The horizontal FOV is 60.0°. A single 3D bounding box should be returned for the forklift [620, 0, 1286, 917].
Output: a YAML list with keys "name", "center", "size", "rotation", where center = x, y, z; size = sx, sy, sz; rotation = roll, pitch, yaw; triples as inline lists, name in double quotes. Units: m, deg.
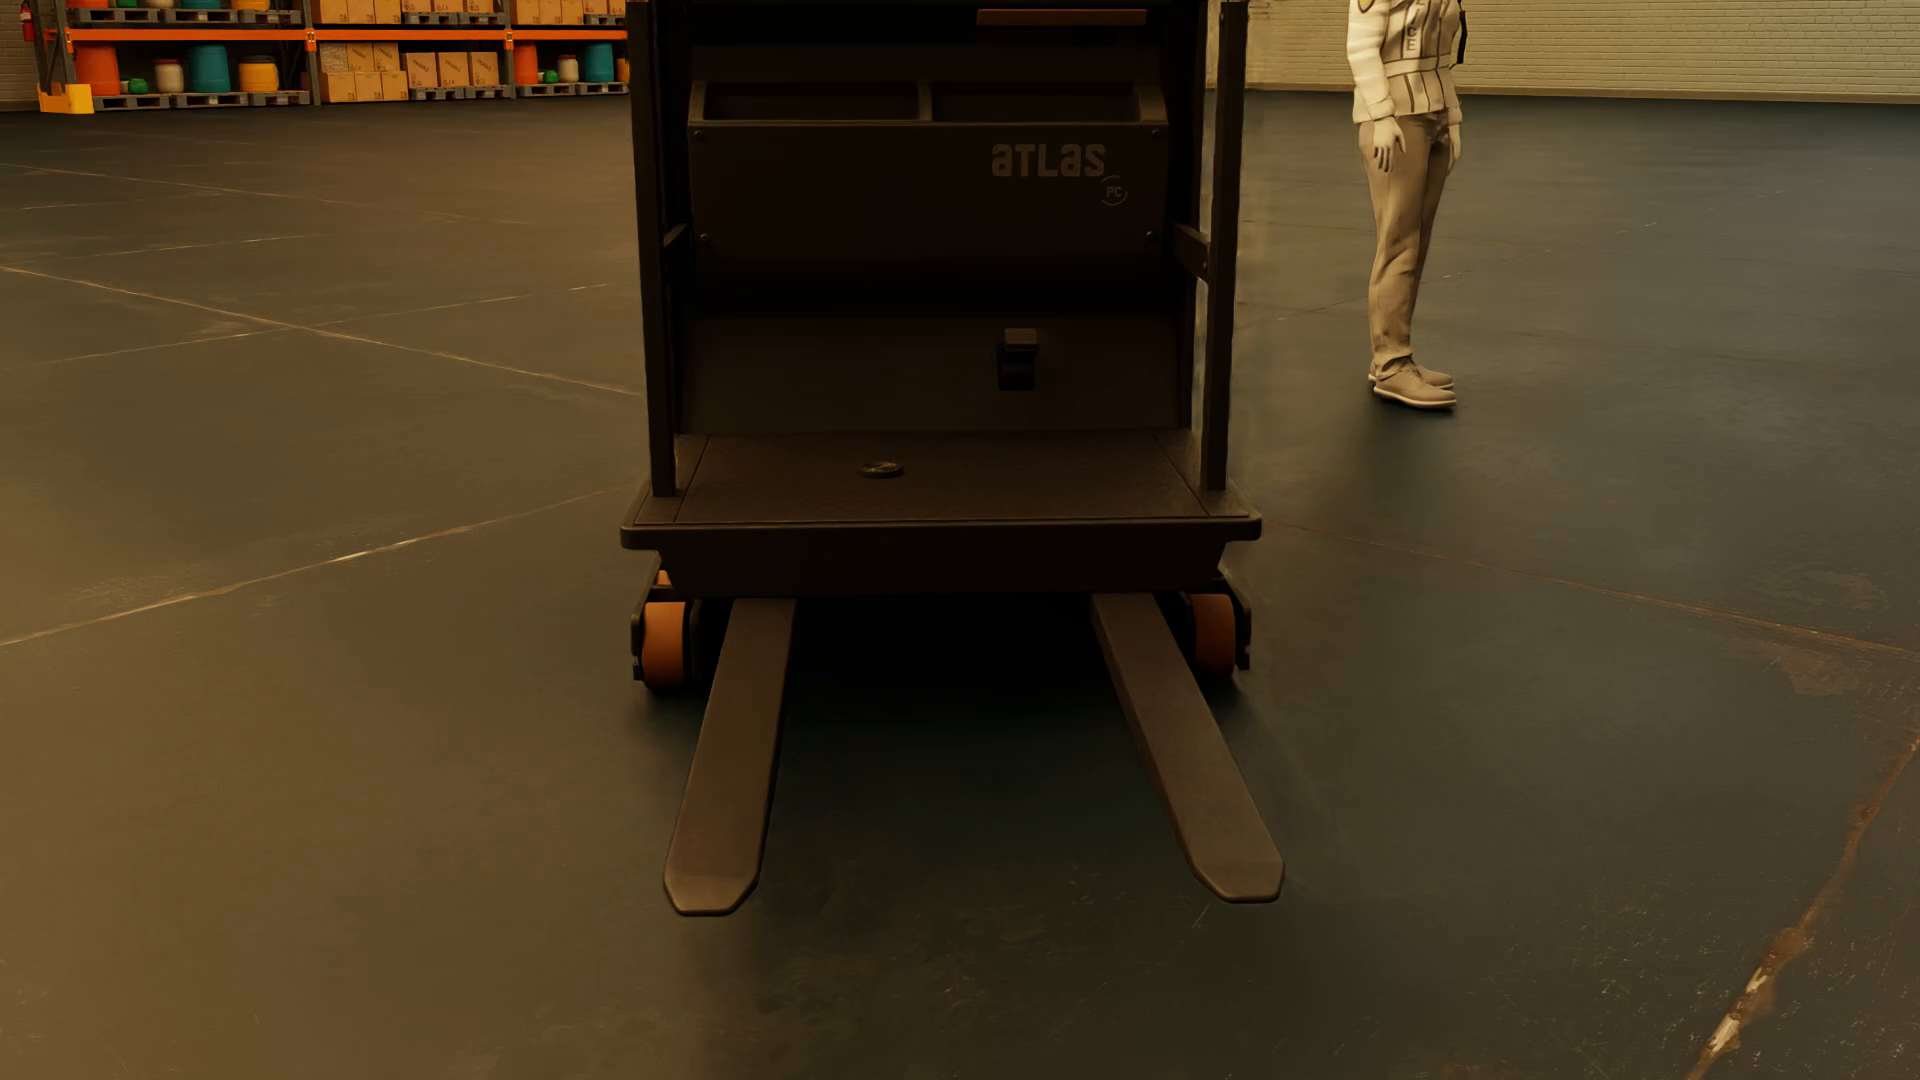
- name: "forklift"
  center: [-0.049, -1.224, 2.929]
  size: [1.130, 2.935, 3.031]
  rotation: [-1, 17, -3]

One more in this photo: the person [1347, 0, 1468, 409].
- name: "person"
  center: [1.508, -1.322, 5.360]
  size: [0.530, 1.696, 0.583]
  rotation: [13, 21, 37]
